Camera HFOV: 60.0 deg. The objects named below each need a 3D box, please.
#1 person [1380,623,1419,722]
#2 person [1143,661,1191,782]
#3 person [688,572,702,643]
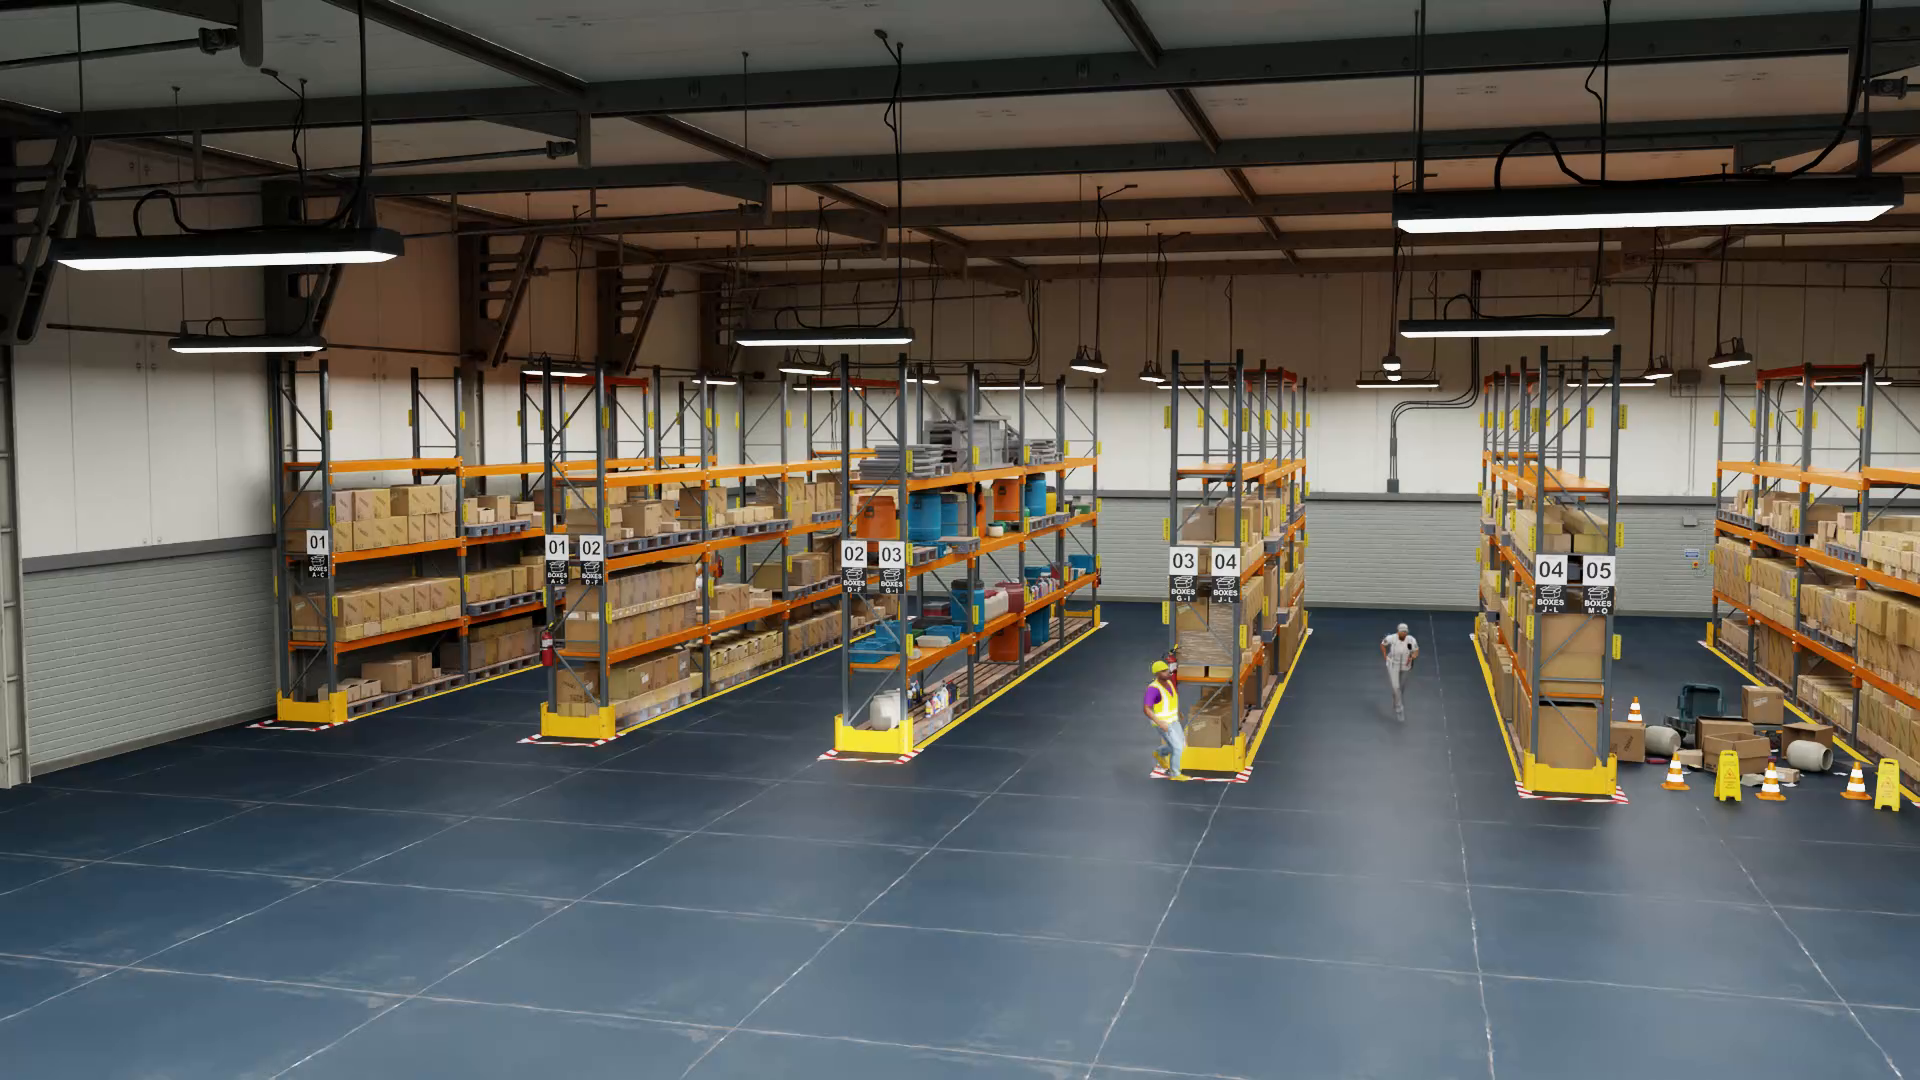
[{"bbox_3d":[7.401,2.195,28.042,0.624,1.662,0.971,0,4,6],"label":"person"},{"bbox_3d":[2.812,2.507,22.968,0.595,1.693,0.739,3,5,39],"label":"person"},{"bbox_3d":[-5.983,1.461,37.342,0.691,1.734,0.630,1,4,13],"label":"person"}]
